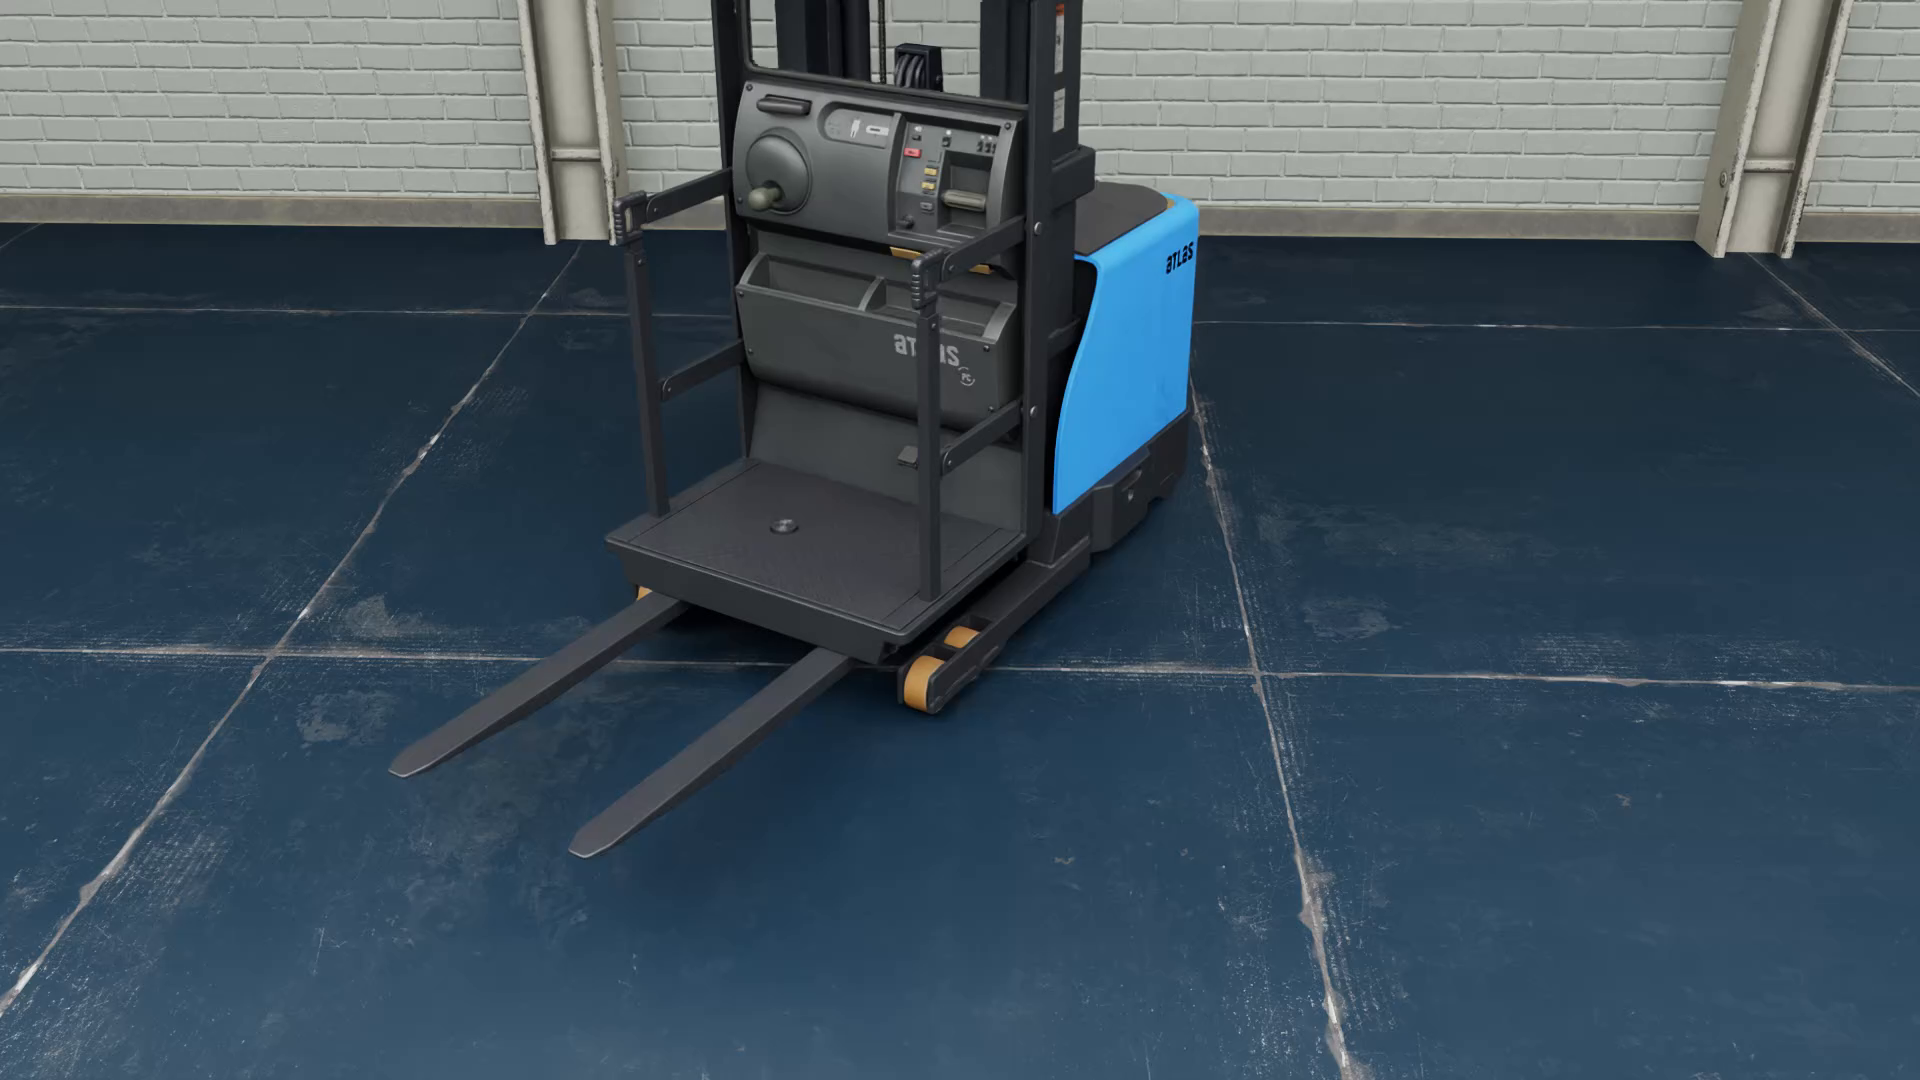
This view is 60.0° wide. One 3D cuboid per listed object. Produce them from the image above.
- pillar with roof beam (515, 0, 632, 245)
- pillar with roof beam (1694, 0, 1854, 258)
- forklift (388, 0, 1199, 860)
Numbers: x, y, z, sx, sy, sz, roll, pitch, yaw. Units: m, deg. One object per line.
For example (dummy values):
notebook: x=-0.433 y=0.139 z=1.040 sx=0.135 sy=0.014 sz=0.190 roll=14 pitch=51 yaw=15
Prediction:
pillar with roof beam: x=-2.110 y=-3.569 z=2.874 sx=0.400 sy=9.000 sz=9.100 roll=1 pitch=28 yaw=2
pillar with roof beam: x=3.887 y=-3.469 z=2.687 sx=0.400 sy=9.000 sz=9.100 roll=1 pitch=28 yaw=2
forklift: x=-0.368 y=-1.042 z=4.586 sx=1.130 sy=2.935 sz=3.031 roll=16 pitch=32 yaw=27
